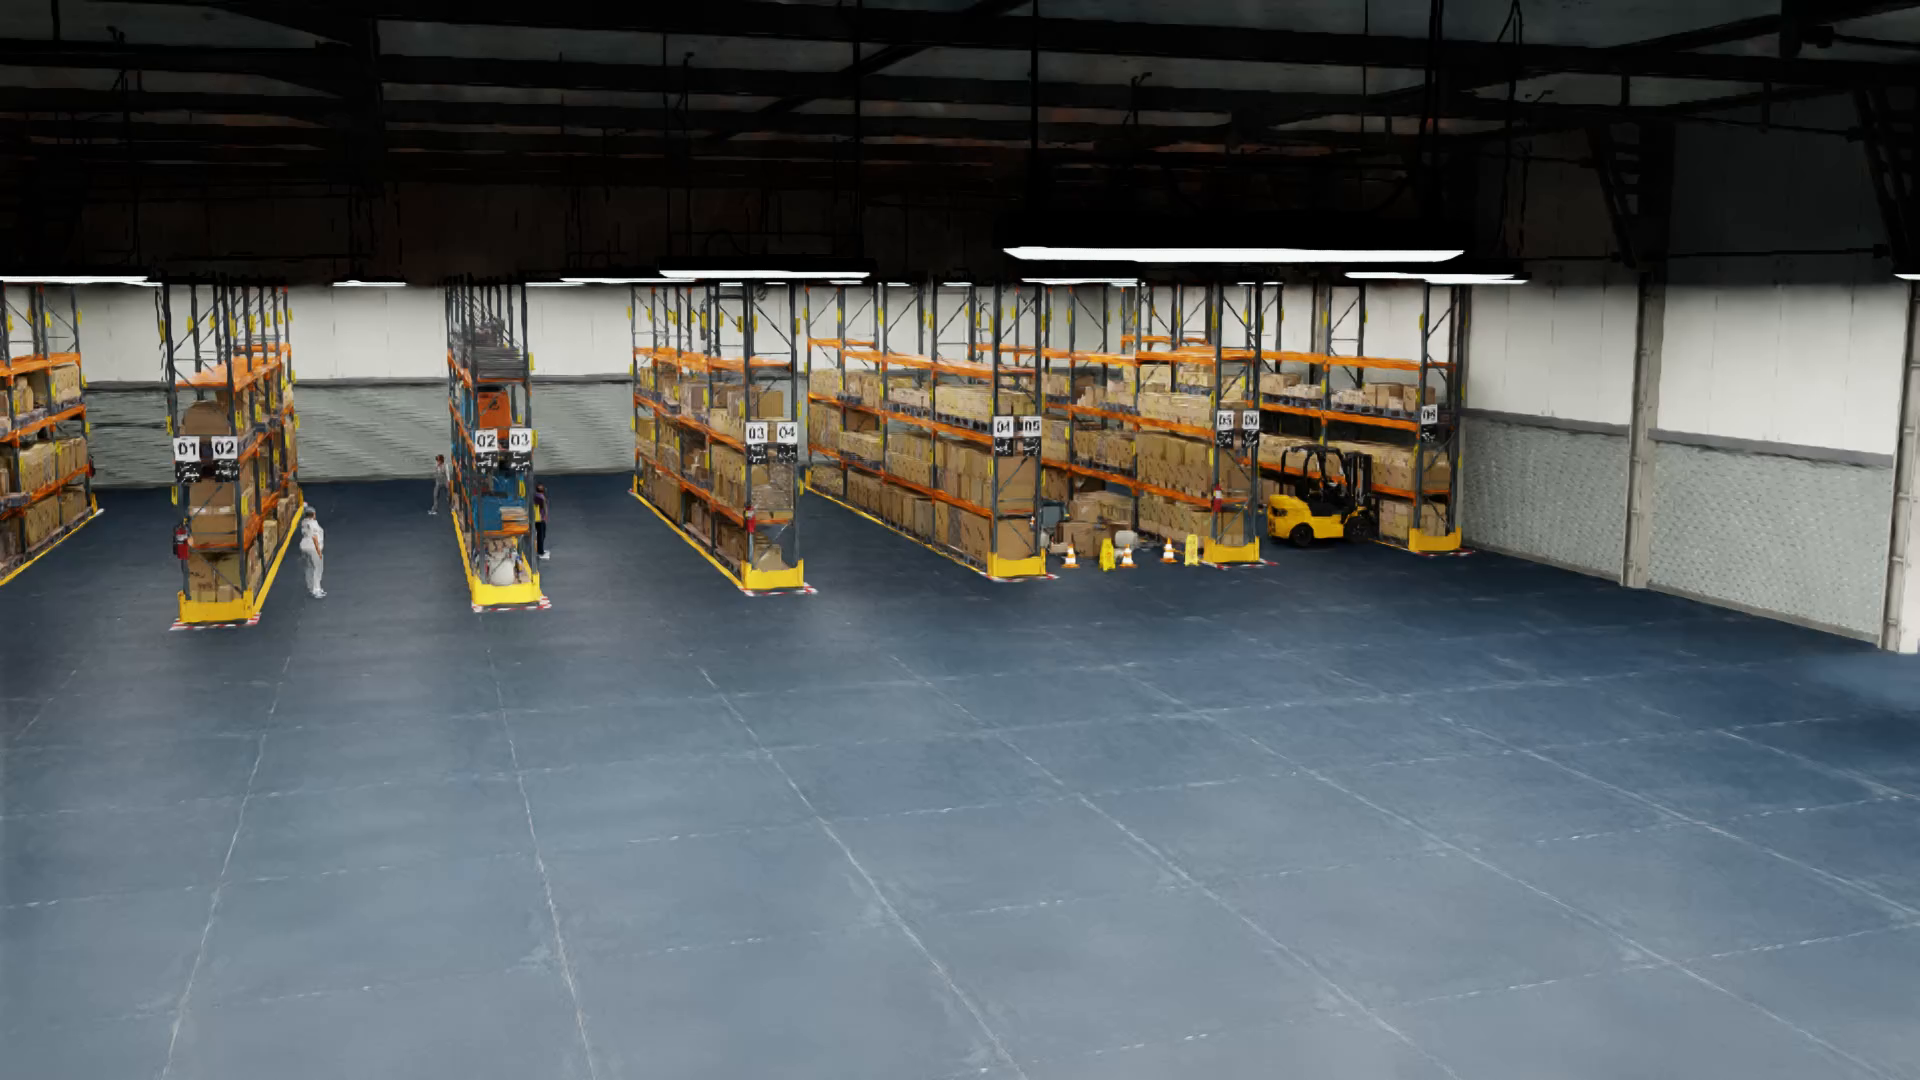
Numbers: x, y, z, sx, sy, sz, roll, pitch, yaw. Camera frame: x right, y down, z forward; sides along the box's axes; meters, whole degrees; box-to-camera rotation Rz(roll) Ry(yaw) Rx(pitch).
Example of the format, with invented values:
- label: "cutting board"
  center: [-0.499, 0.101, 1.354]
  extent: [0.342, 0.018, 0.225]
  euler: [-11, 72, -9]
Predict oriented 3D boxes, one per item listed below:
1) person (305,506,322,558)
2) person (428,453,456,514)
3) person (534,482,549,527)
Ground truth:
- label: "person"
  center: [-12.178, -0.155, 31.284]
  extent: [0.524, 0.970, 0.341]
  euler: [8, 12, 43]
- label: "person"
  center: [-13.234, -1.450, 42.497]
  extent: [0.455, 1.545, 0.874]
  euler: [2, 9, 11]
- label: "person"
  center: [-8.954, -0.741, 35.477]
  extent: [0.323, 0.902, 0.481]
  euler: [-8, 12, -42]
